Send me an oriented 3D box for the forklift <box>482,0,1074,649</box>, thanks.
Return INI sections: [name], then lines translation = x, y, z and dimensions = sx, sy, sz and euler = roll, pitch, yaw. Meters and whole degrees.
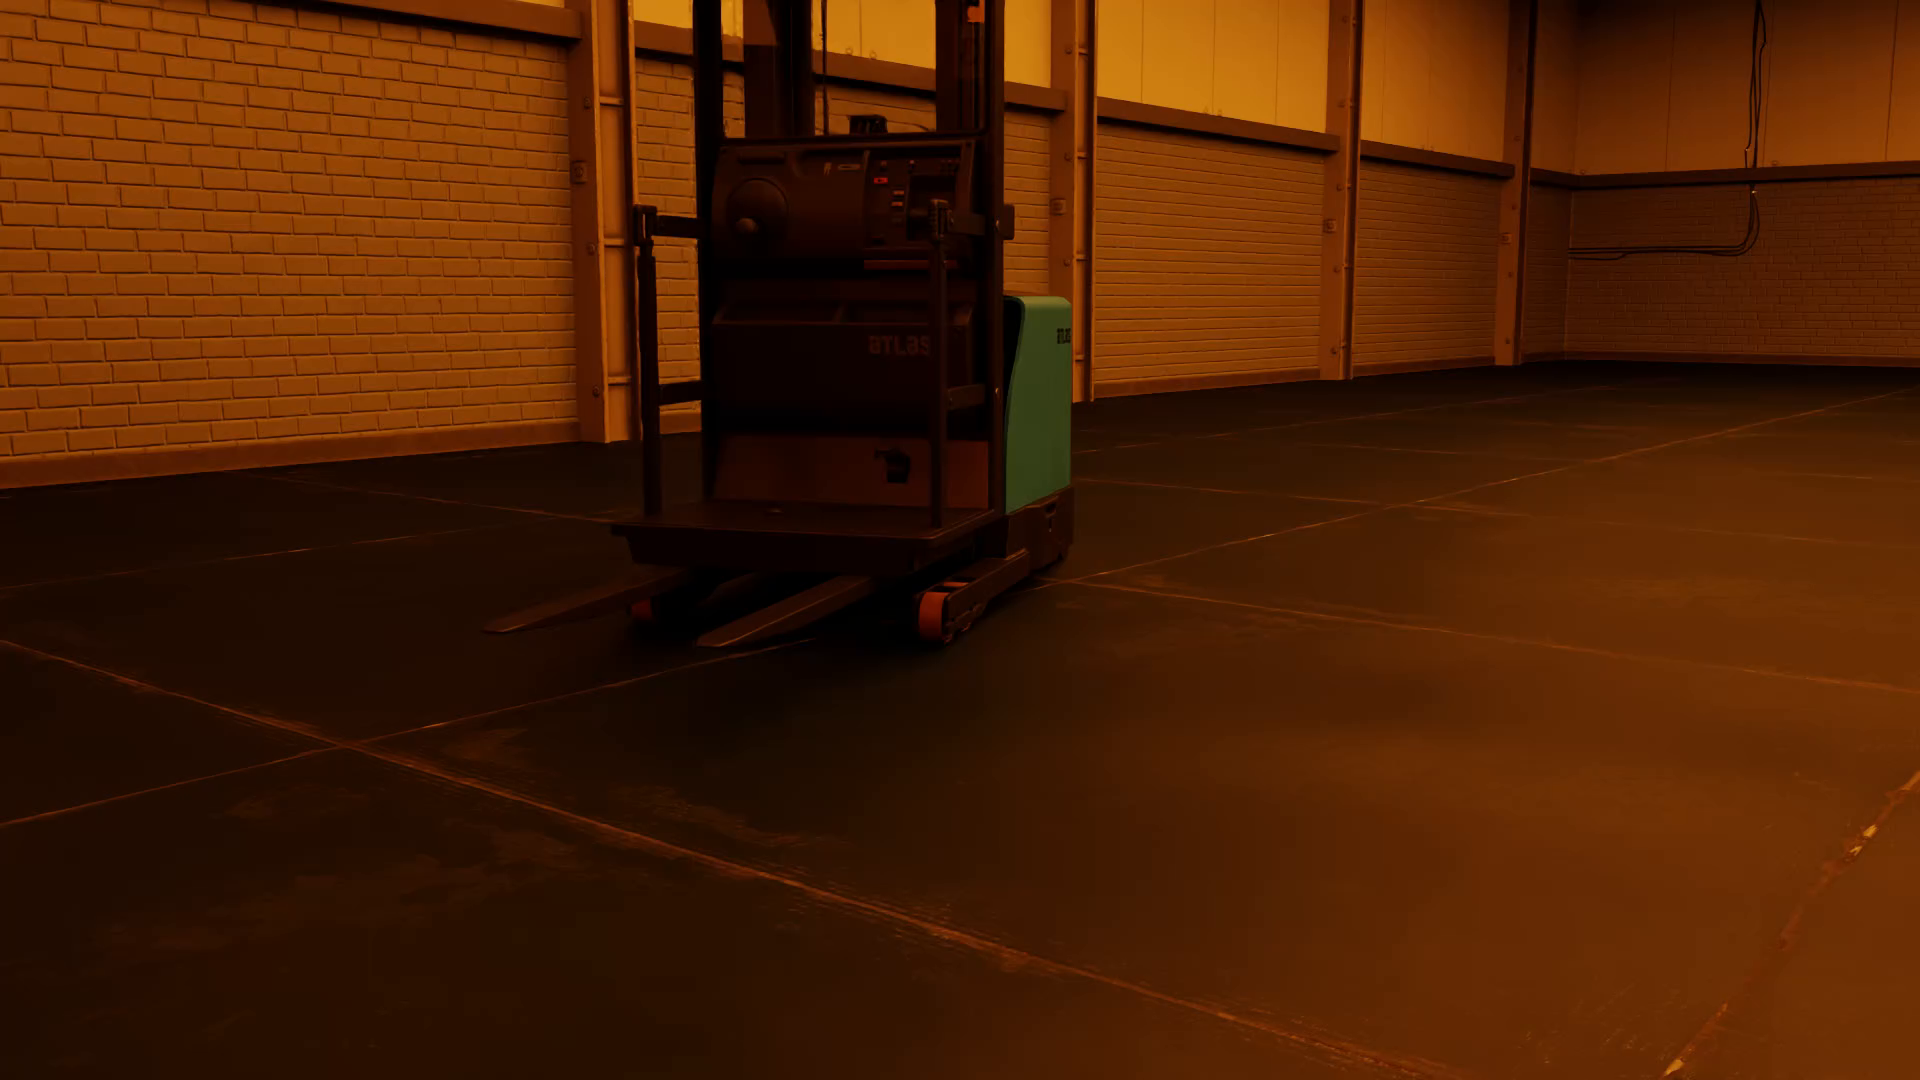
[forklift]
translation = -0.461, -1.191, 5.423
dimensions = 1.130, 2.935, 3.031
euler = 3, 9, 17
